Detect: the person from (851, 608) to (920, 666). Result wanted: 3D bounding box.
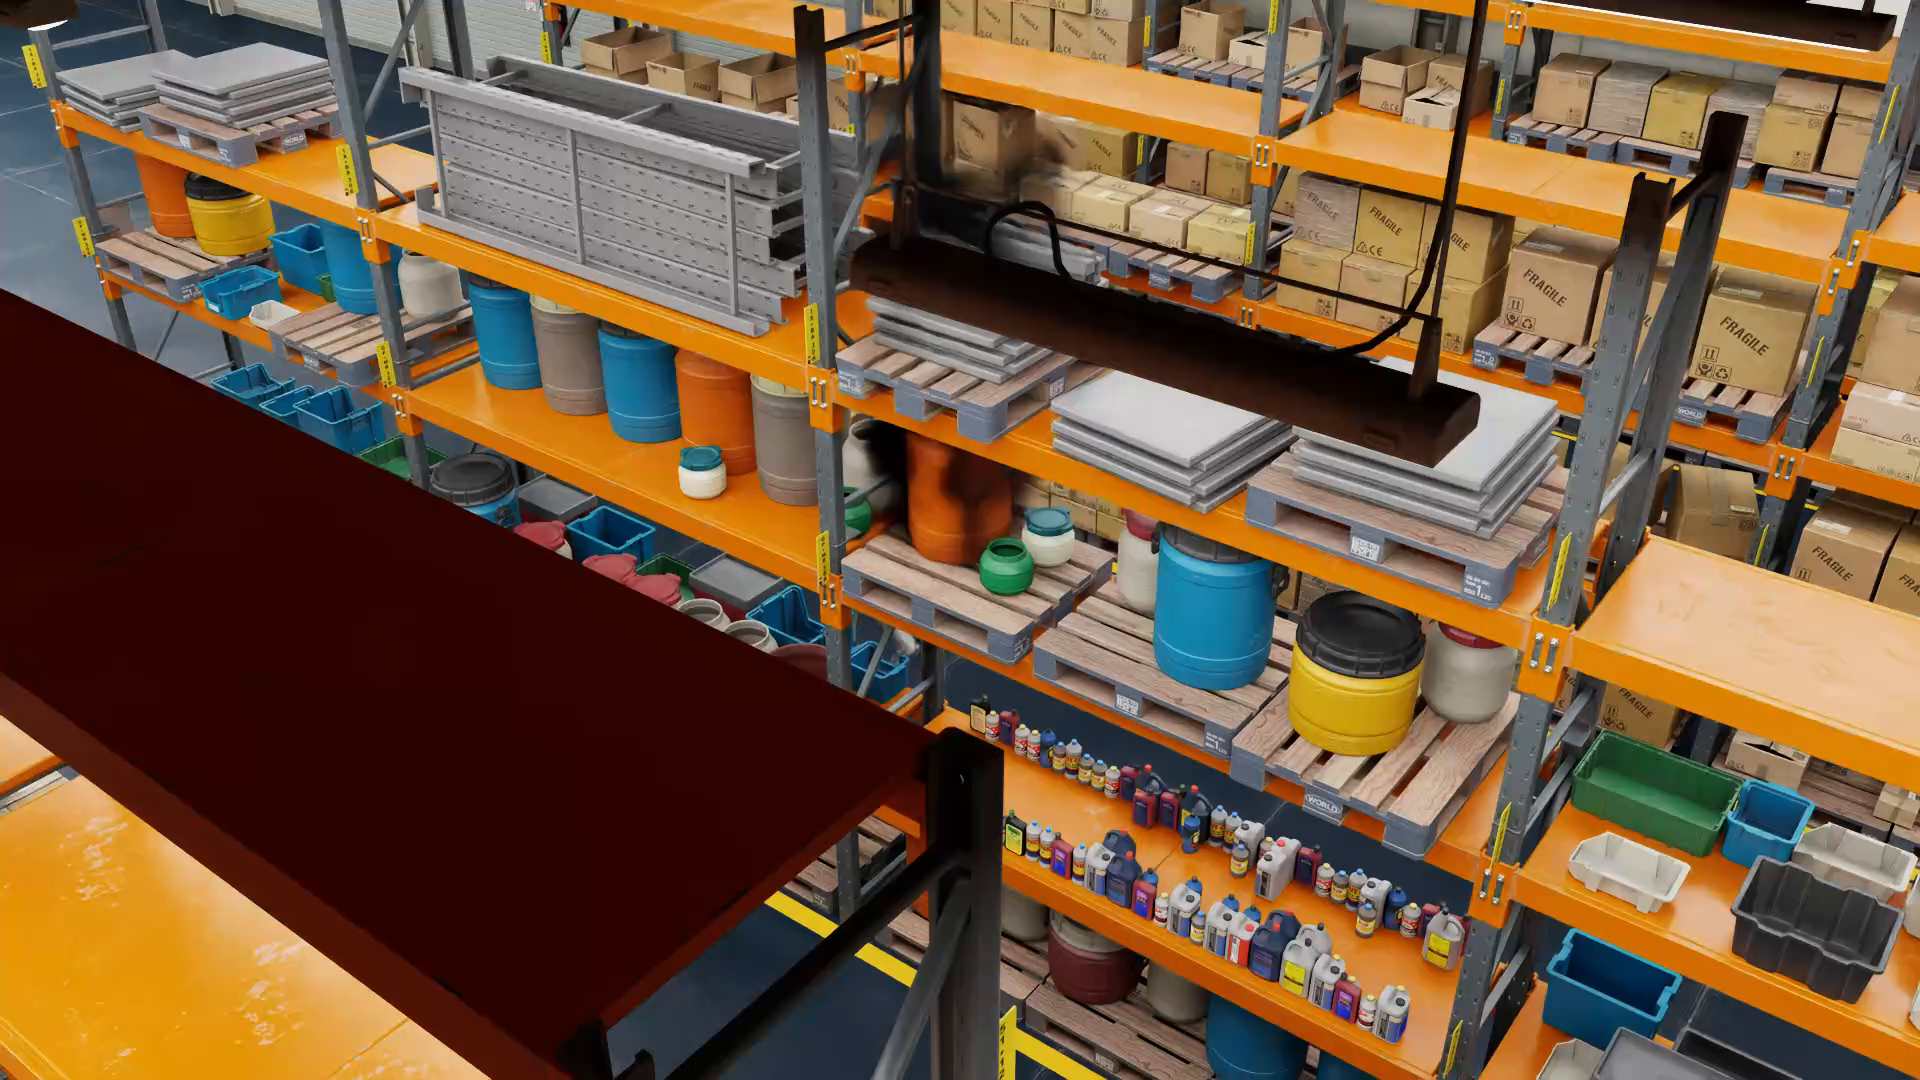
[{"bbox_3d":[-0.752,0.201,12.689,0.940,1.793,0.677,17,35,26],"label":"person"}]
